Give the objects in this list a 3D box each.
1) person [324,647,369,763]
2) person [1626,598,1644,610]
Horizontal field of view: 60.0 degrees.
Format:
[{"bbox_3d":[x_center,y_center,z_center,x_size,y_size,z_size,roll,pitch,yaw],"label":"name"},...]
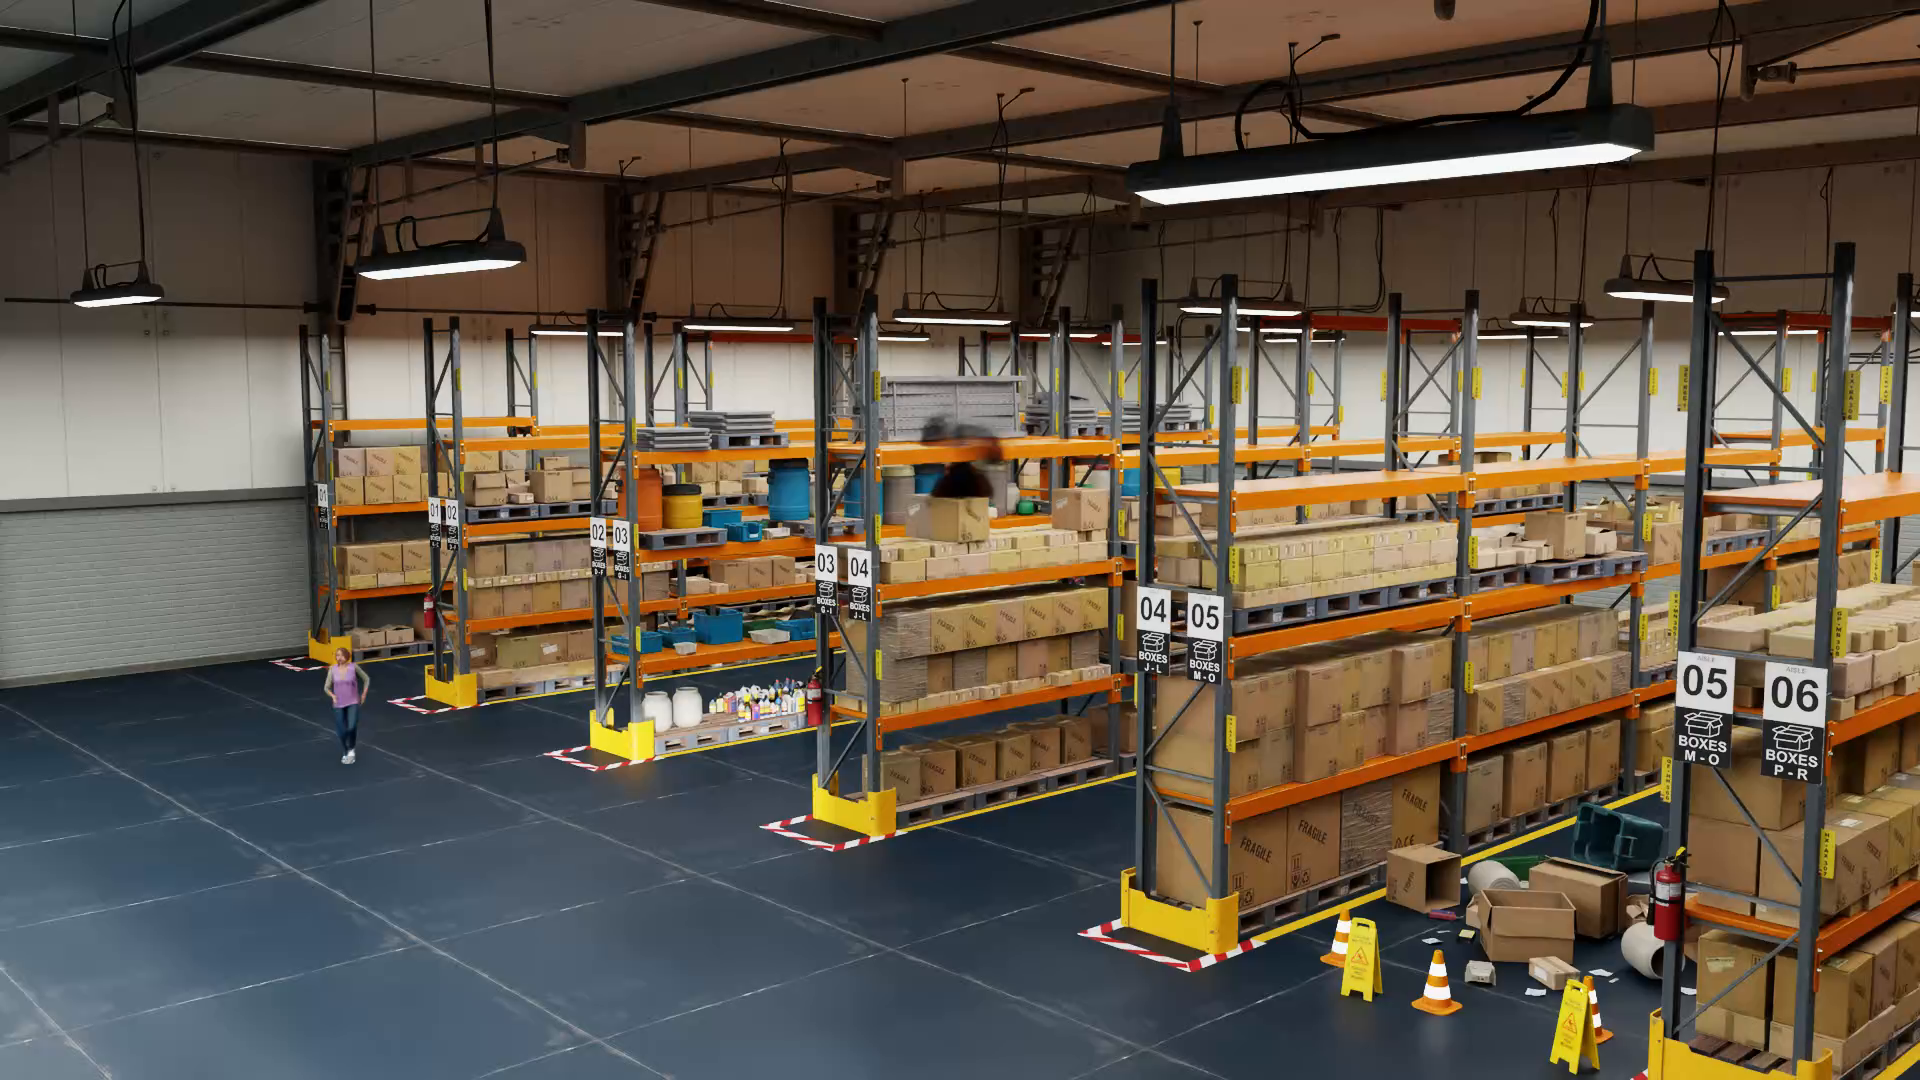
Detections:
[{"bbox_3d":[-8.056,2.181,21.830,0.550,1.560,0.576,-1,6,-12],"label":"person"},{"bbox_3d":[10.388,1.716,25.481,0.973,1.771,0.710,-4,7,-36],"label":"person"}]
